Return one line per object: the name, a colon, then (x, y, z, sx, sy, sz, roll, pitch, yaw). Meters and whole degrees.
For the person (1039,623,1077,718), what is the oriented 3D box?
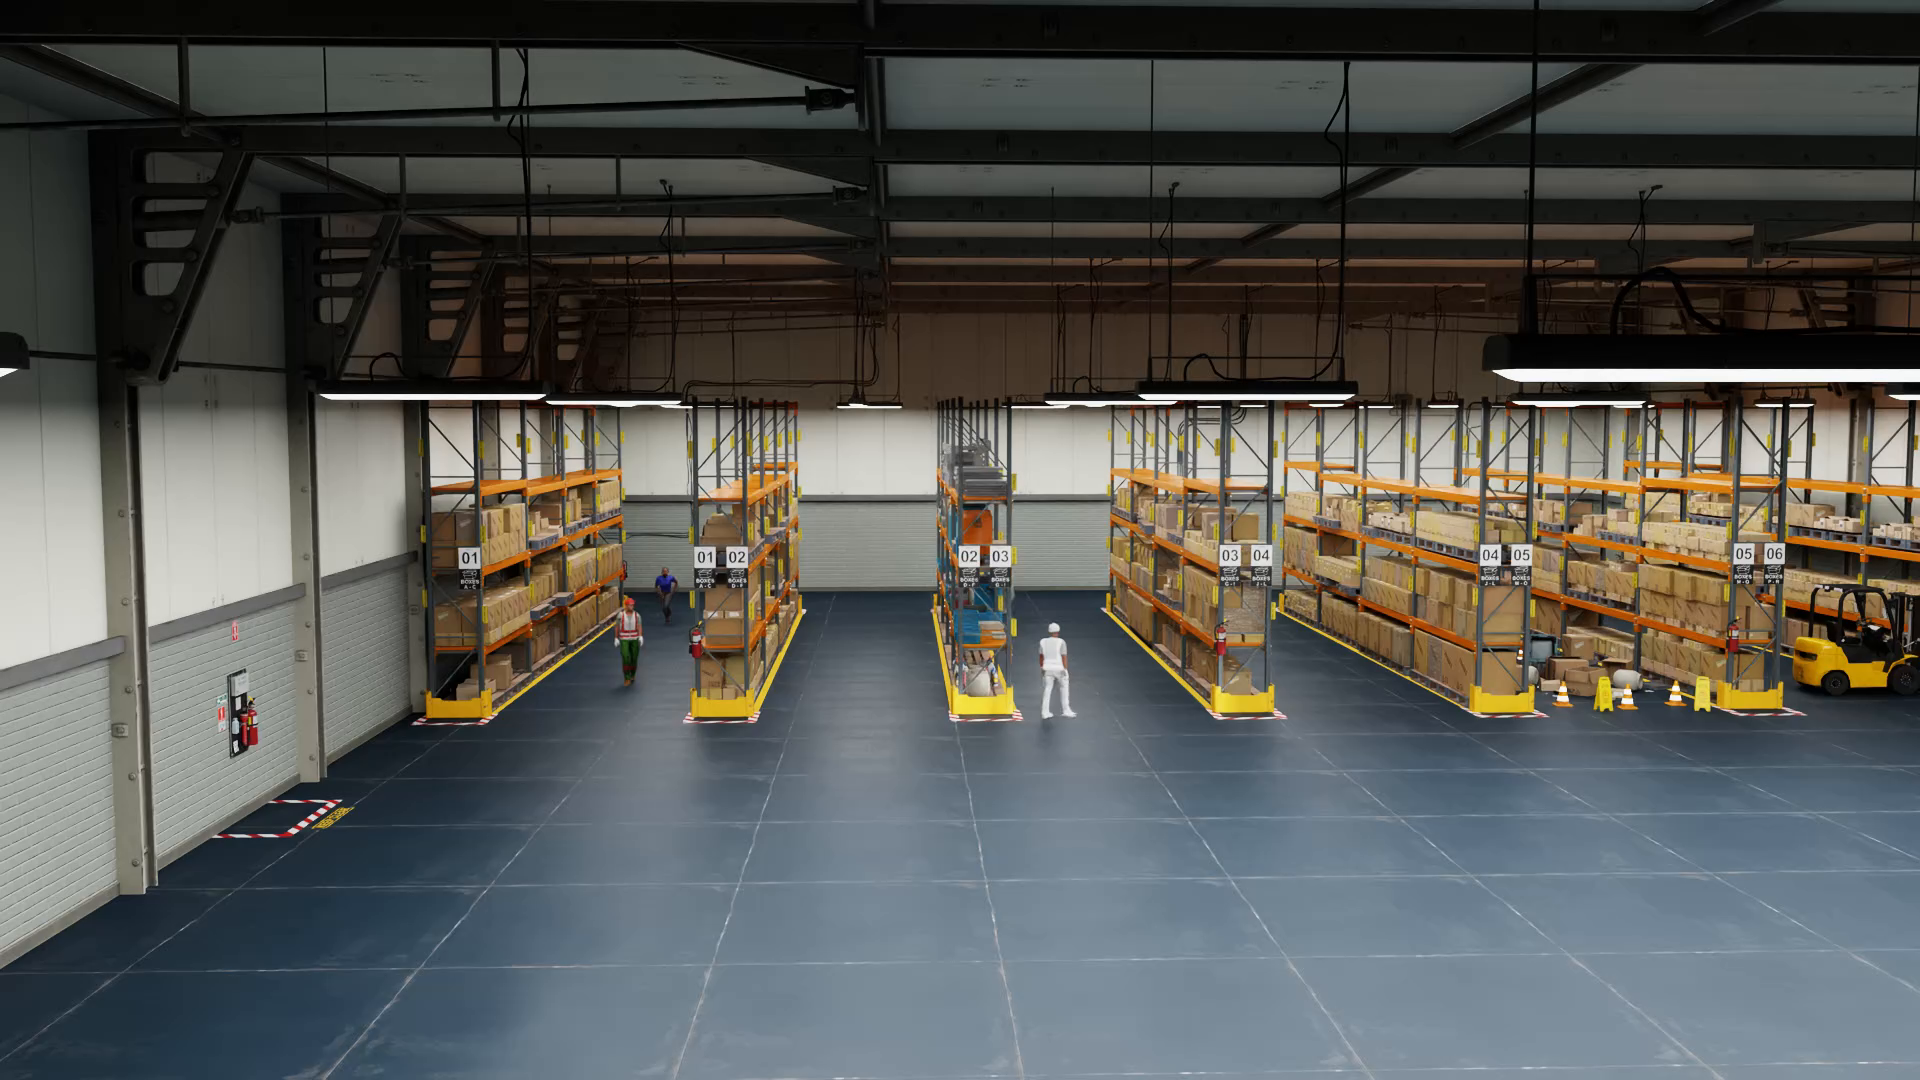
person: (1.778, 2.441, 31.149, 0.638, 1.782, 0.761, 2, 5, 27)

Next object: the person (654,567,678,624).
person: (-7.897, 1.490, 44.725, 0.545, 1.567, 0.736, 1, 4, 8)

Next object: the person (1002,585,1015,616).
person: (1.288, 1.225, 46.892, 0.406, 1.781, 0.625, -2, 5, -22)

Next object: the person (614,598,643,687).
person: (-6.935, 2.148, 34.992, 0.569, 1.813, 0.694, -2, 5, -25)
